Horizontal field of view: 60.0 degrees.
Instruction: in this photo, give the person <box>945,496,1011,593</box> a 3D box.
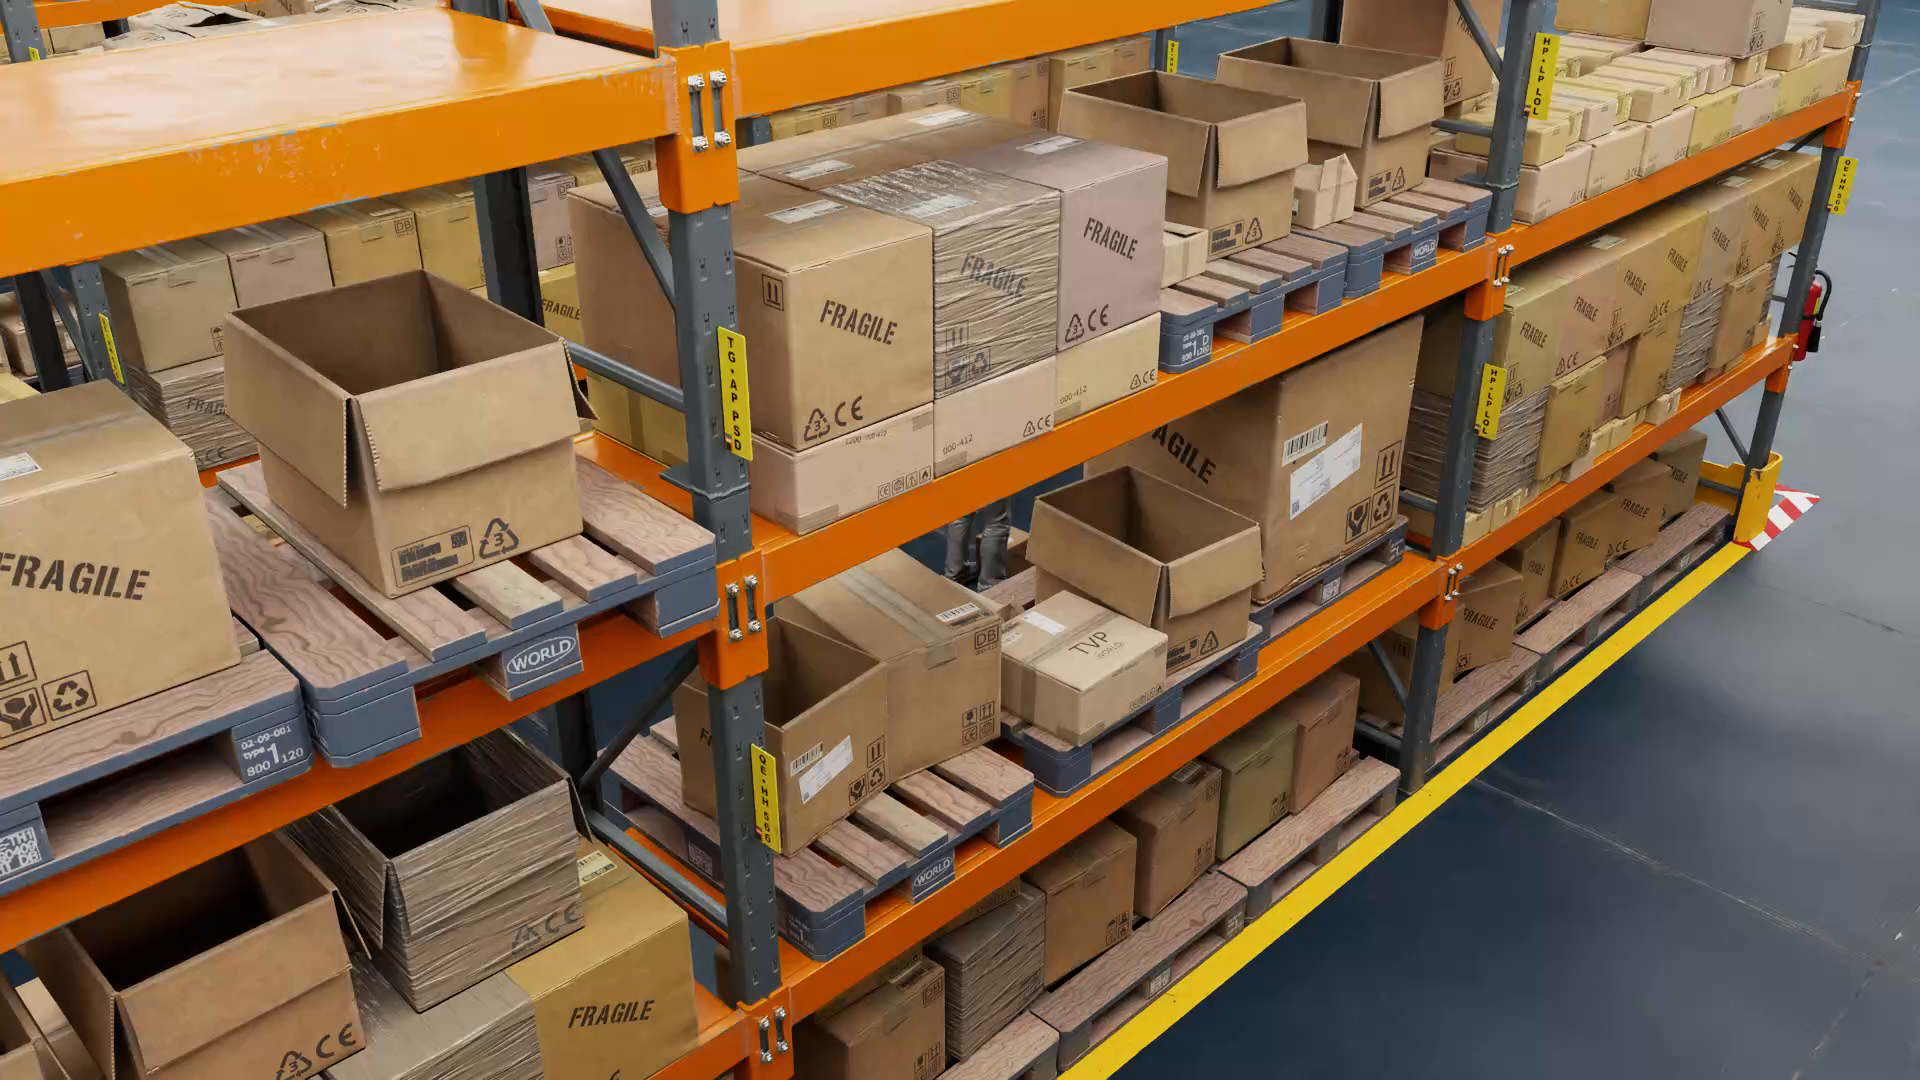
[{"bbox_3d":[0.098,-0.496,9.545,0.579,1.767,0.465,25,36,38],"label":"person"}]
